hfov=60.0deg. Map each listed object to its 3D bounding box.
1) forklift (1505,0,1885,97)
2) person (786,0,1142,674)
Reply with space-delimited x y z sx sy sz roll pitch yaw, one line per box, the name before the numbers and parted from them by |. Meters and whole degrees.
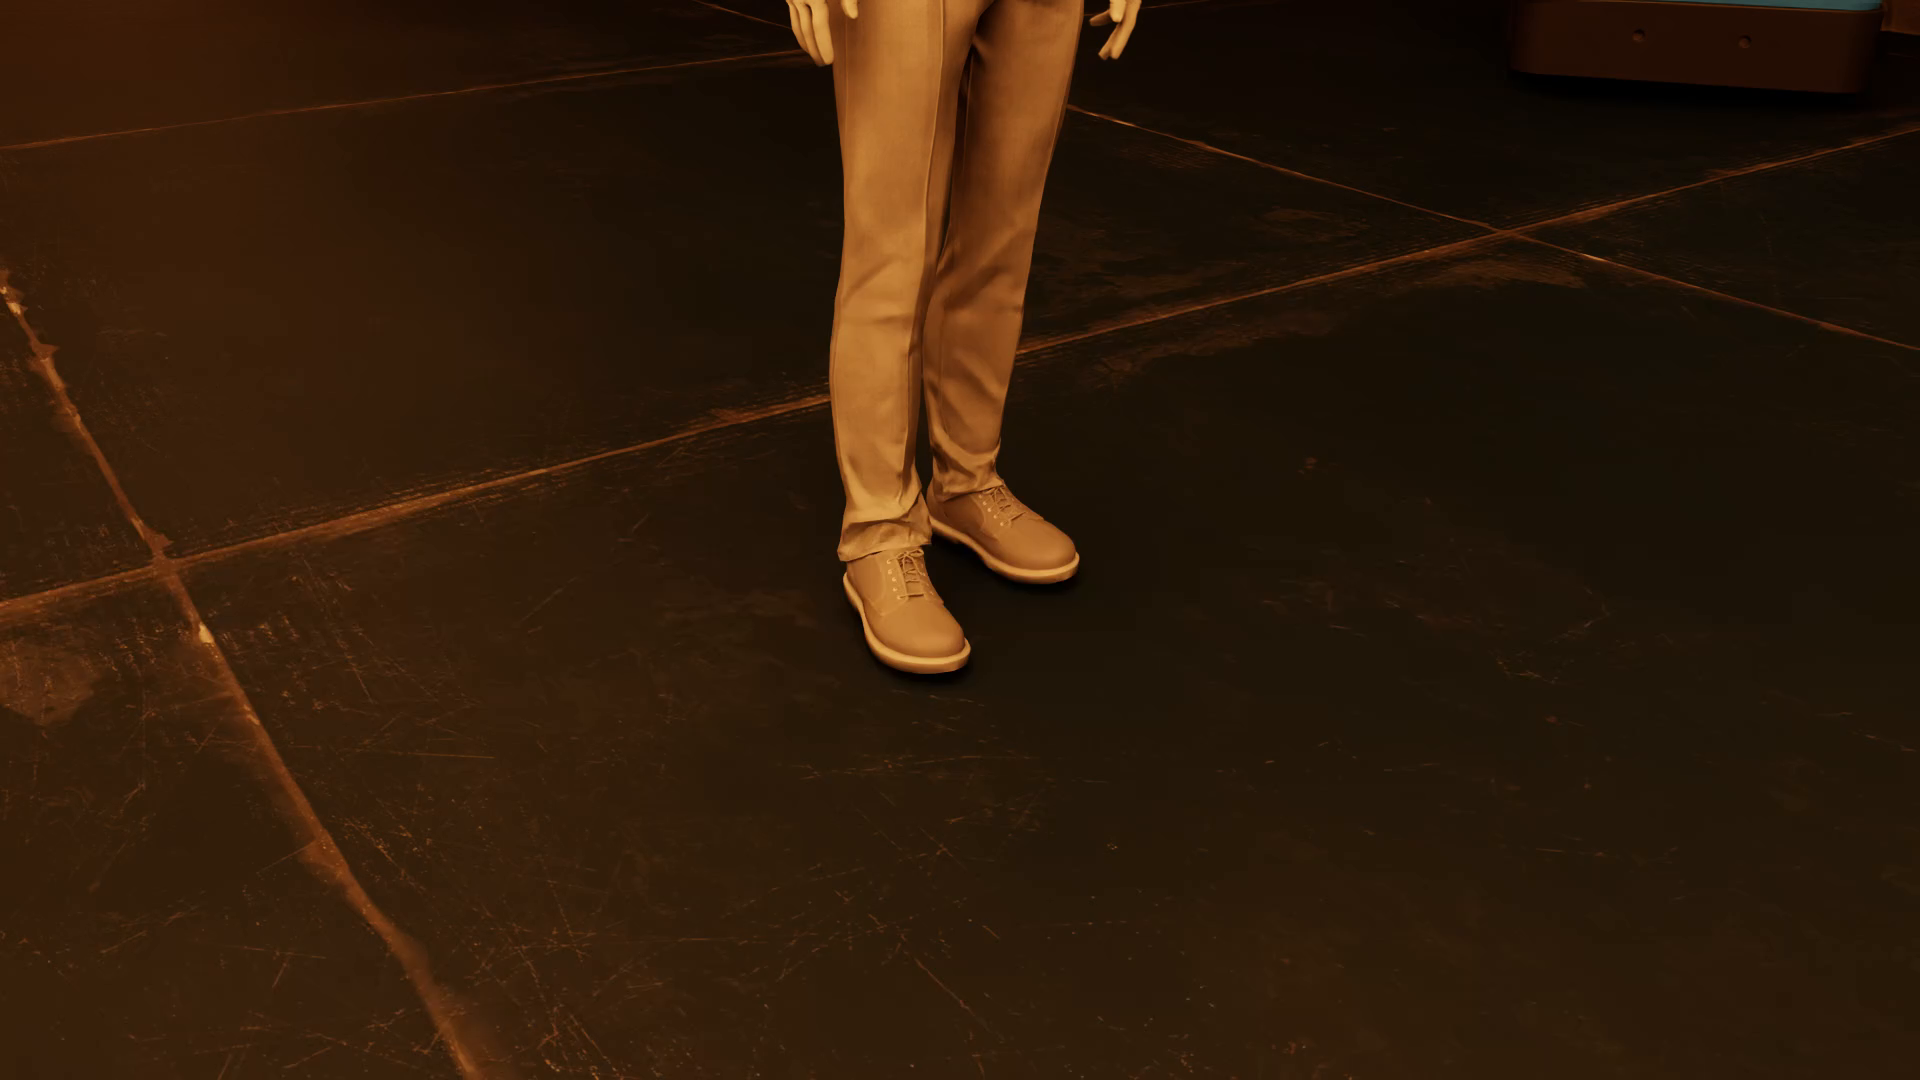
forklift | 2.763 -3.299 5.807 1.130 2.935 3.031 9 28 18
person | 0.034 -0.737 2.063 0.587 1.694 0.530 -17 31 -31
